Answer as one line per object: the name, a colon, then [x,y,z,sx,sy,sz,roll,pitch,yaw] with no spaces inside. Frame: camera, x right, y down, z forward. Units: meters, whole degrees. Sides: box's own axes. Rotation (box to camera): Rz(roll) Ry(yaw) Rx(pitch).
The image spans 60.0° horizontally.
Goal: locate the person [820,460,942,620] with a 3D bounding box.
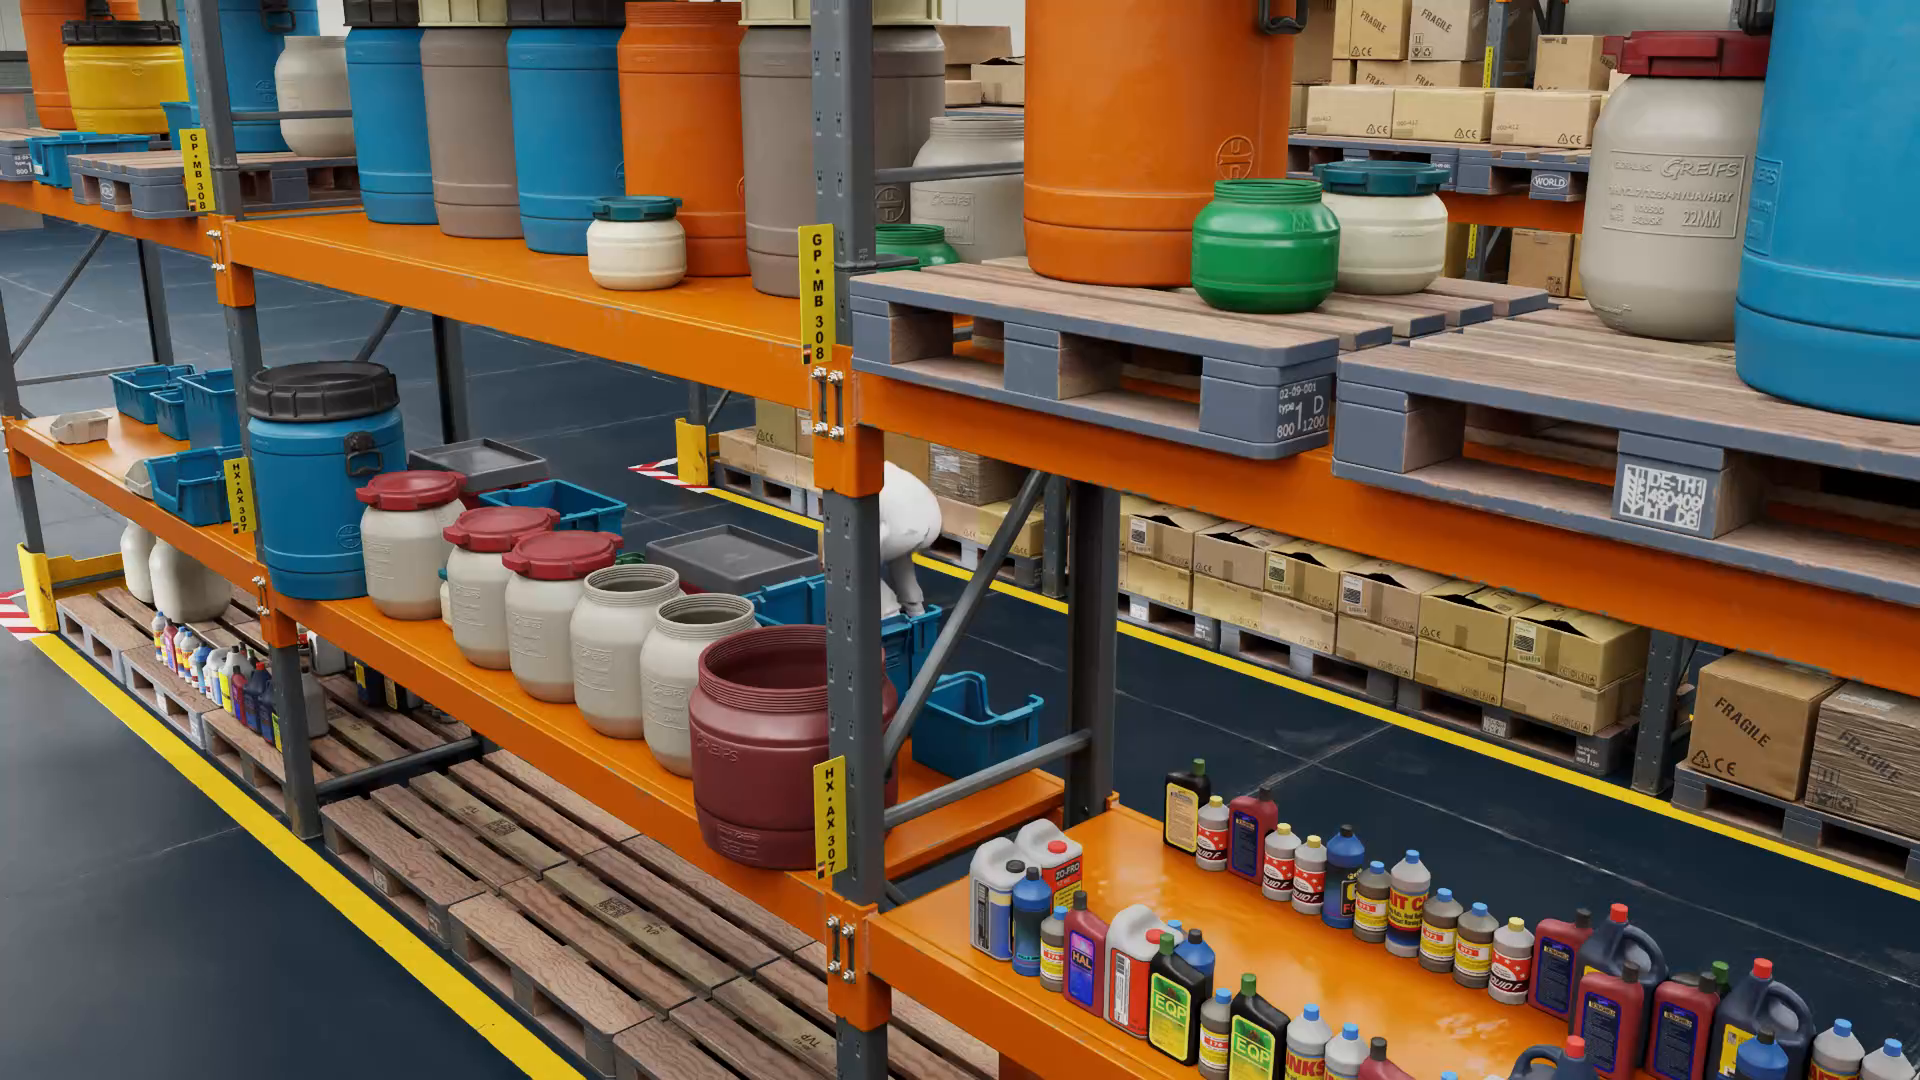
person: [-0.514,-0.006,10.469,0.589,0.970,0.934,-16,23,-42]
